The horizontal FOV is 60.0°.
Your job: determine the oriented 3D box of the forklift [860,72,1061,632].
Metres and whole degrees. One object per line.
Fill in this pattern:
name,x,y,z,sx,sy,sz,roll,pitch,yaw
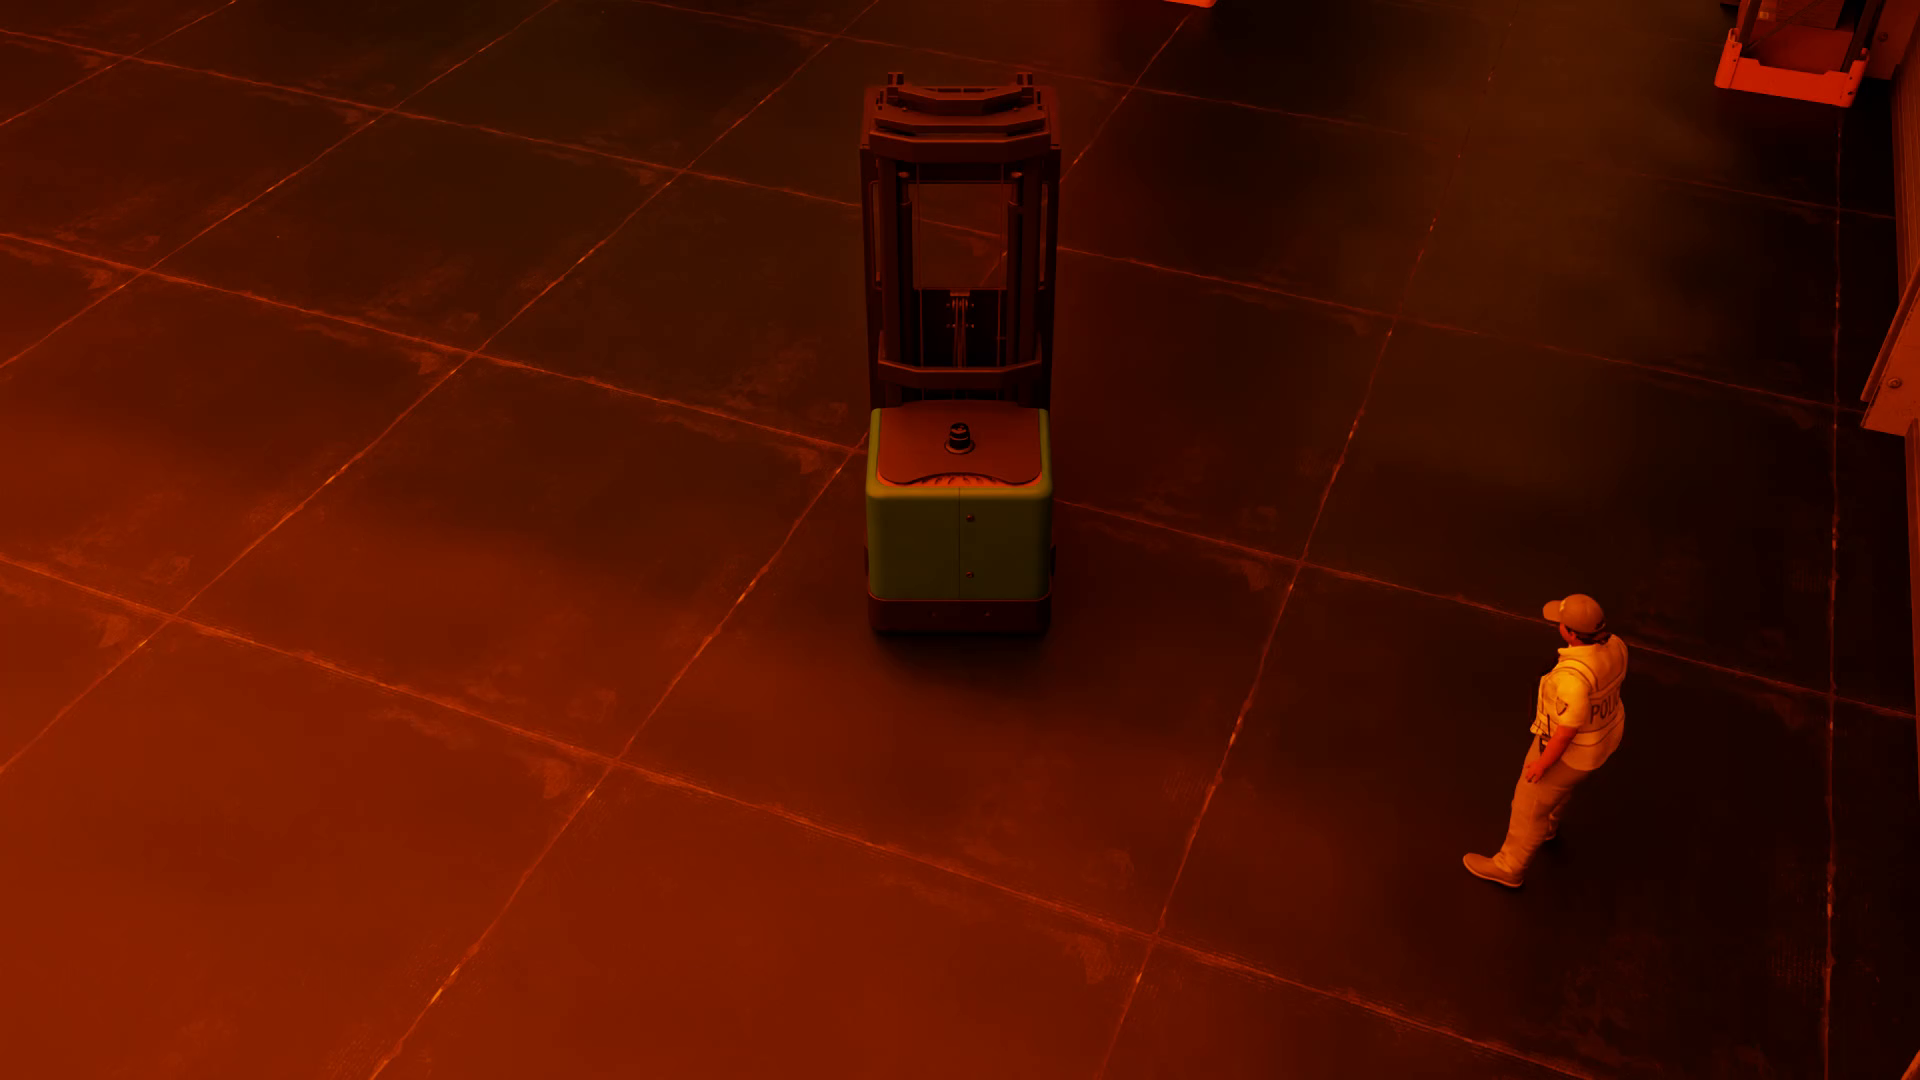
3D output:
forklift,0.002,-1.515,9.816,1.130,2.935,3.031,0,40,0

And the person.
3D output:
person,2.836,0.936,7.881,0.618,1.670,0.487,-32,49,-32
